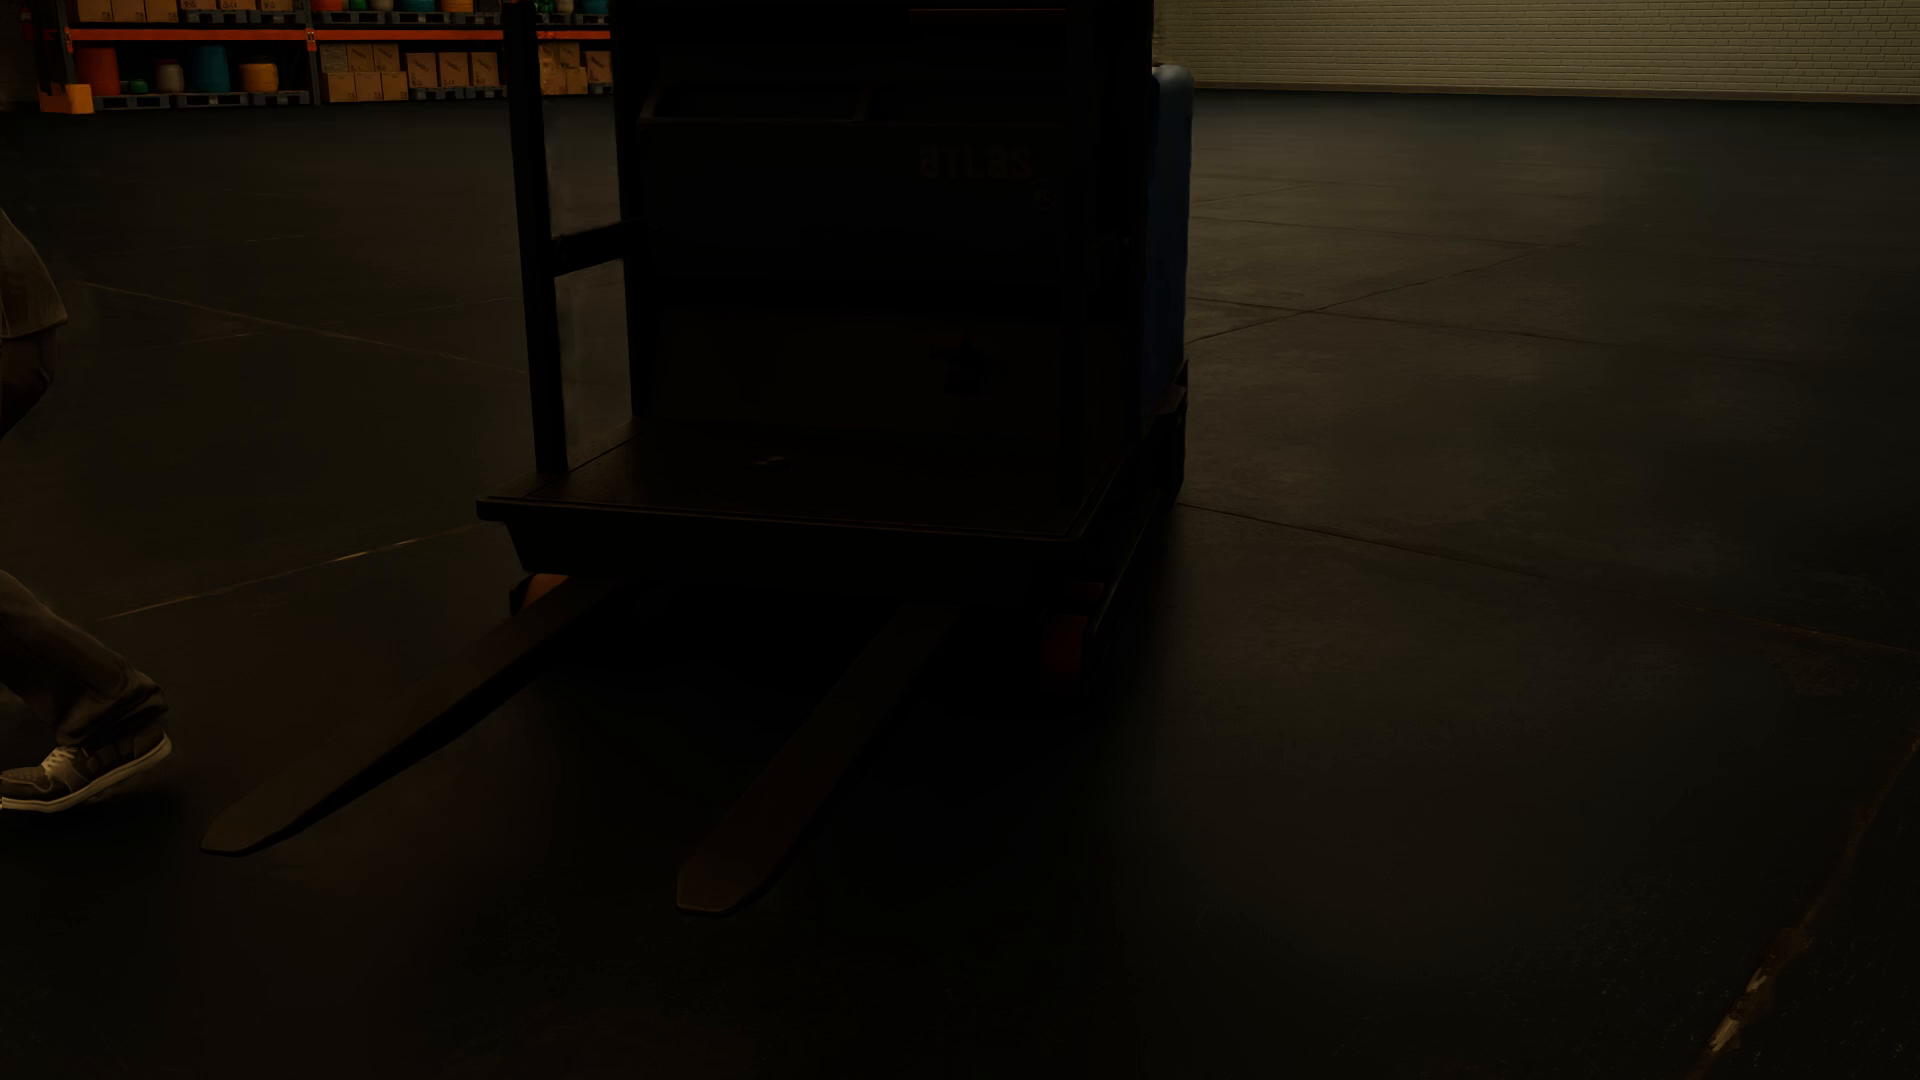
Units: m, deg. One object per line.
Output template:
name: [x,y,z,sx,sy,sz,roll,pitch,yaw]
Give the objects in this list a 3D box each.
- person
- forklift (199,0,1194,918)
person: [-1.646,-0.278,2.498,0.875,1.497,0.492,12,21,35]
forklift: [-0.226,-1.229,2.945,1.130,2.935,3.031,4,17,13]
